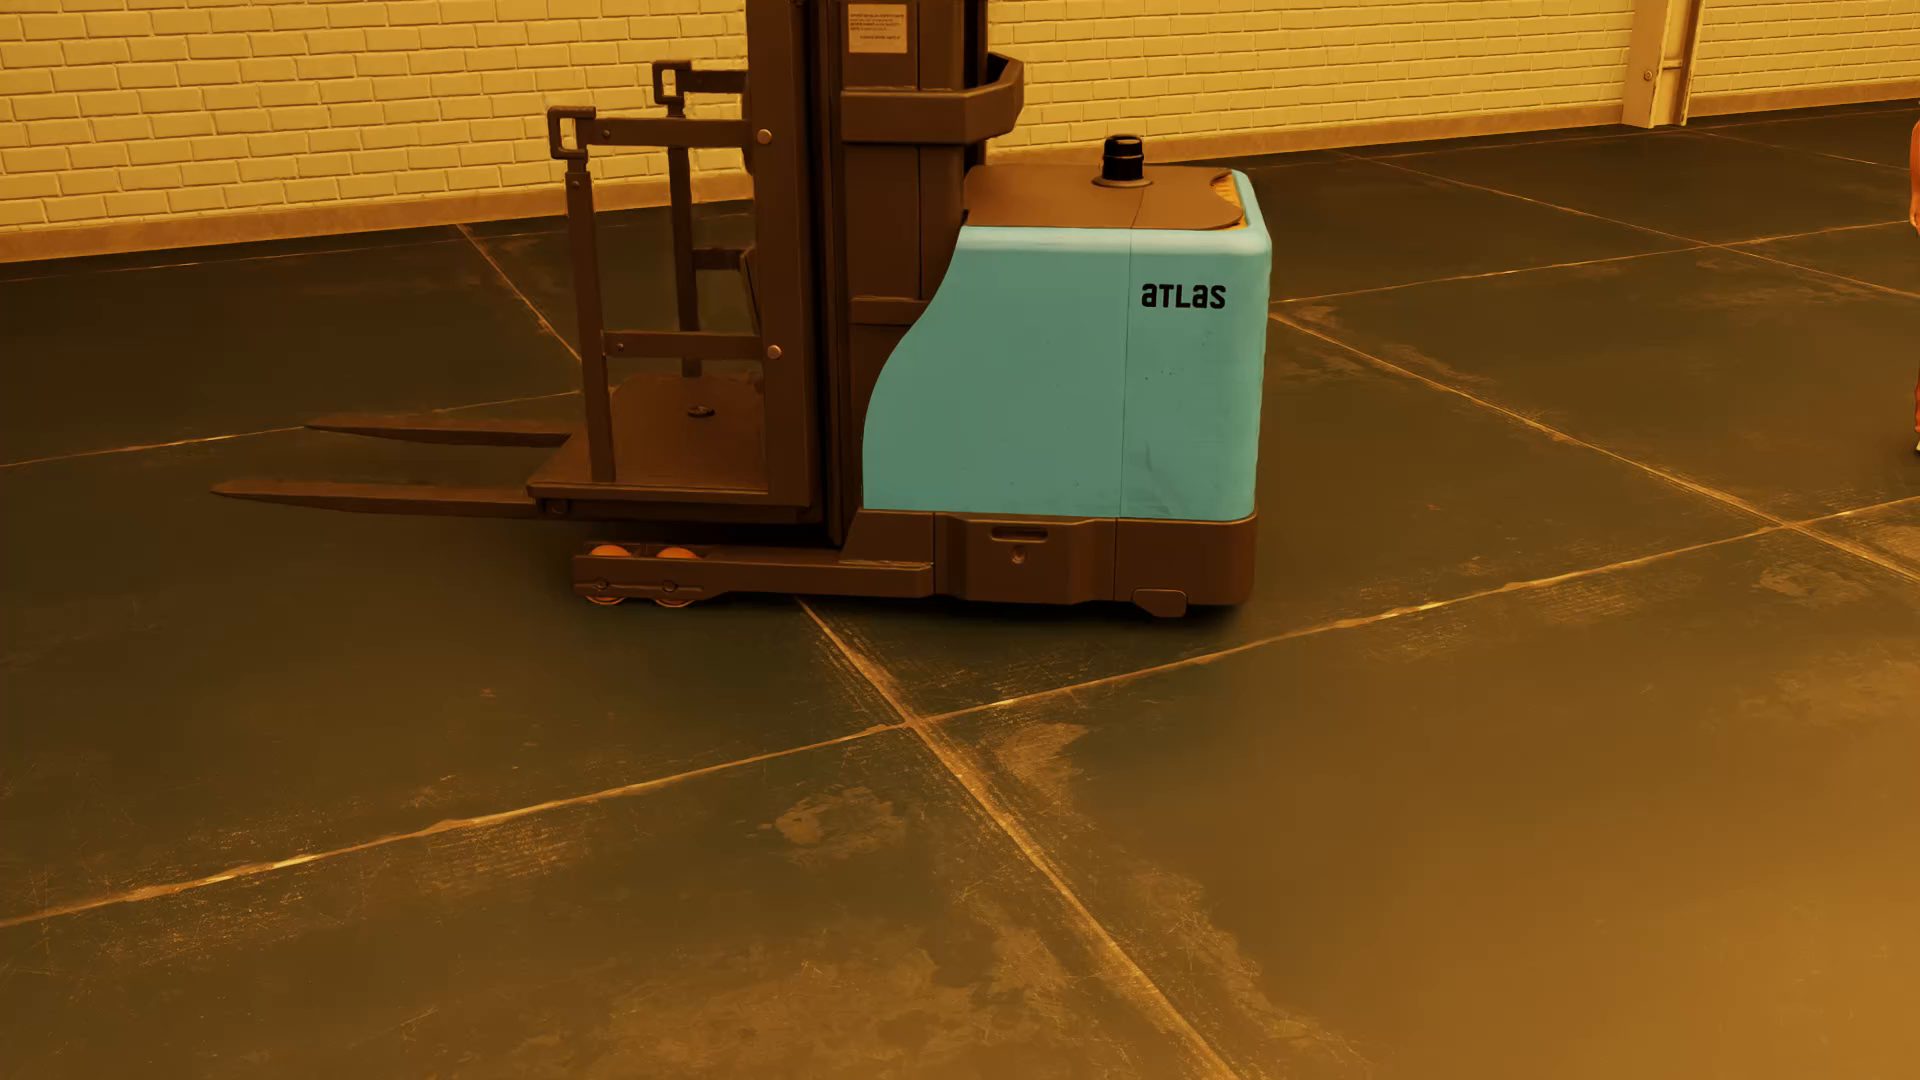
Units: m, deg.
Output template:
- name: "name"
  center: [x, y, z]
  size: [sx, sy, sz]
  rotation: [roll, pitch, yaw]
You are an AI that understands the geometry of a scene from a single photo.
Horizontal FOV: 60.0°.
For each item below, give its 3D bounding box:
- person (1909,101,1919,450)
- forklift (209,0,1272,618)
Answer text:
- name: "person"
  center: [3.472, -1.098, 5.547]
  size: [0.549, 1.675, 0.553]
  rotation: [-15, 27, -32]
- name: "forklift"
  center: [-0.664, -1.362, 4.565]
  size: [3.031, 2.935, 1.130]
  rotation: [2, 23, 5]
